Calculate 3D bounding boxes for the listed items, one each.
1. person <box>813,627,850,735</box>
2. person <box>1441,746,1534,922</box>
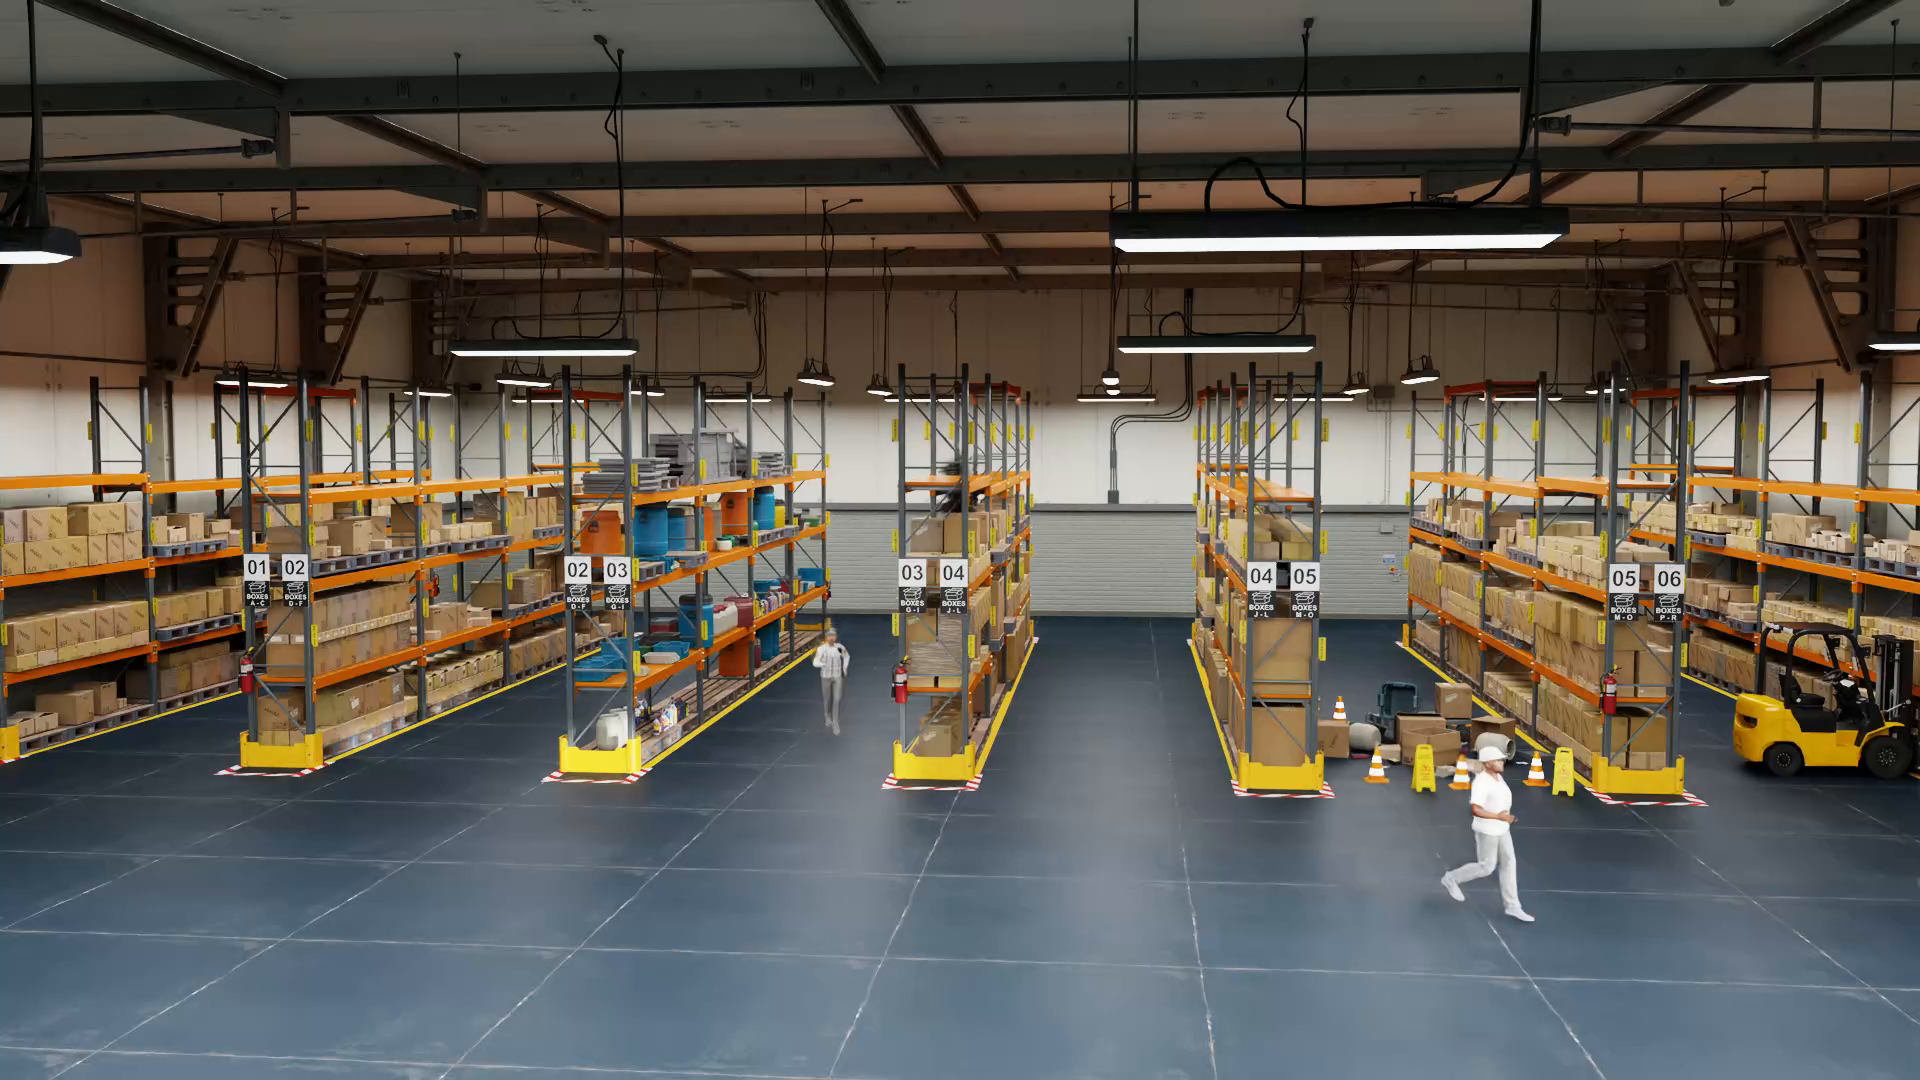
[{"bbox_3d":[-2.086,2.264,27.096,0.612,1.695,0.920,-1,4,-8],"label":"person"},{"bbox_3d":[5.479,3.013,17.222,0.963,1.772,0.700,3,5,40],"label":"person"}]
